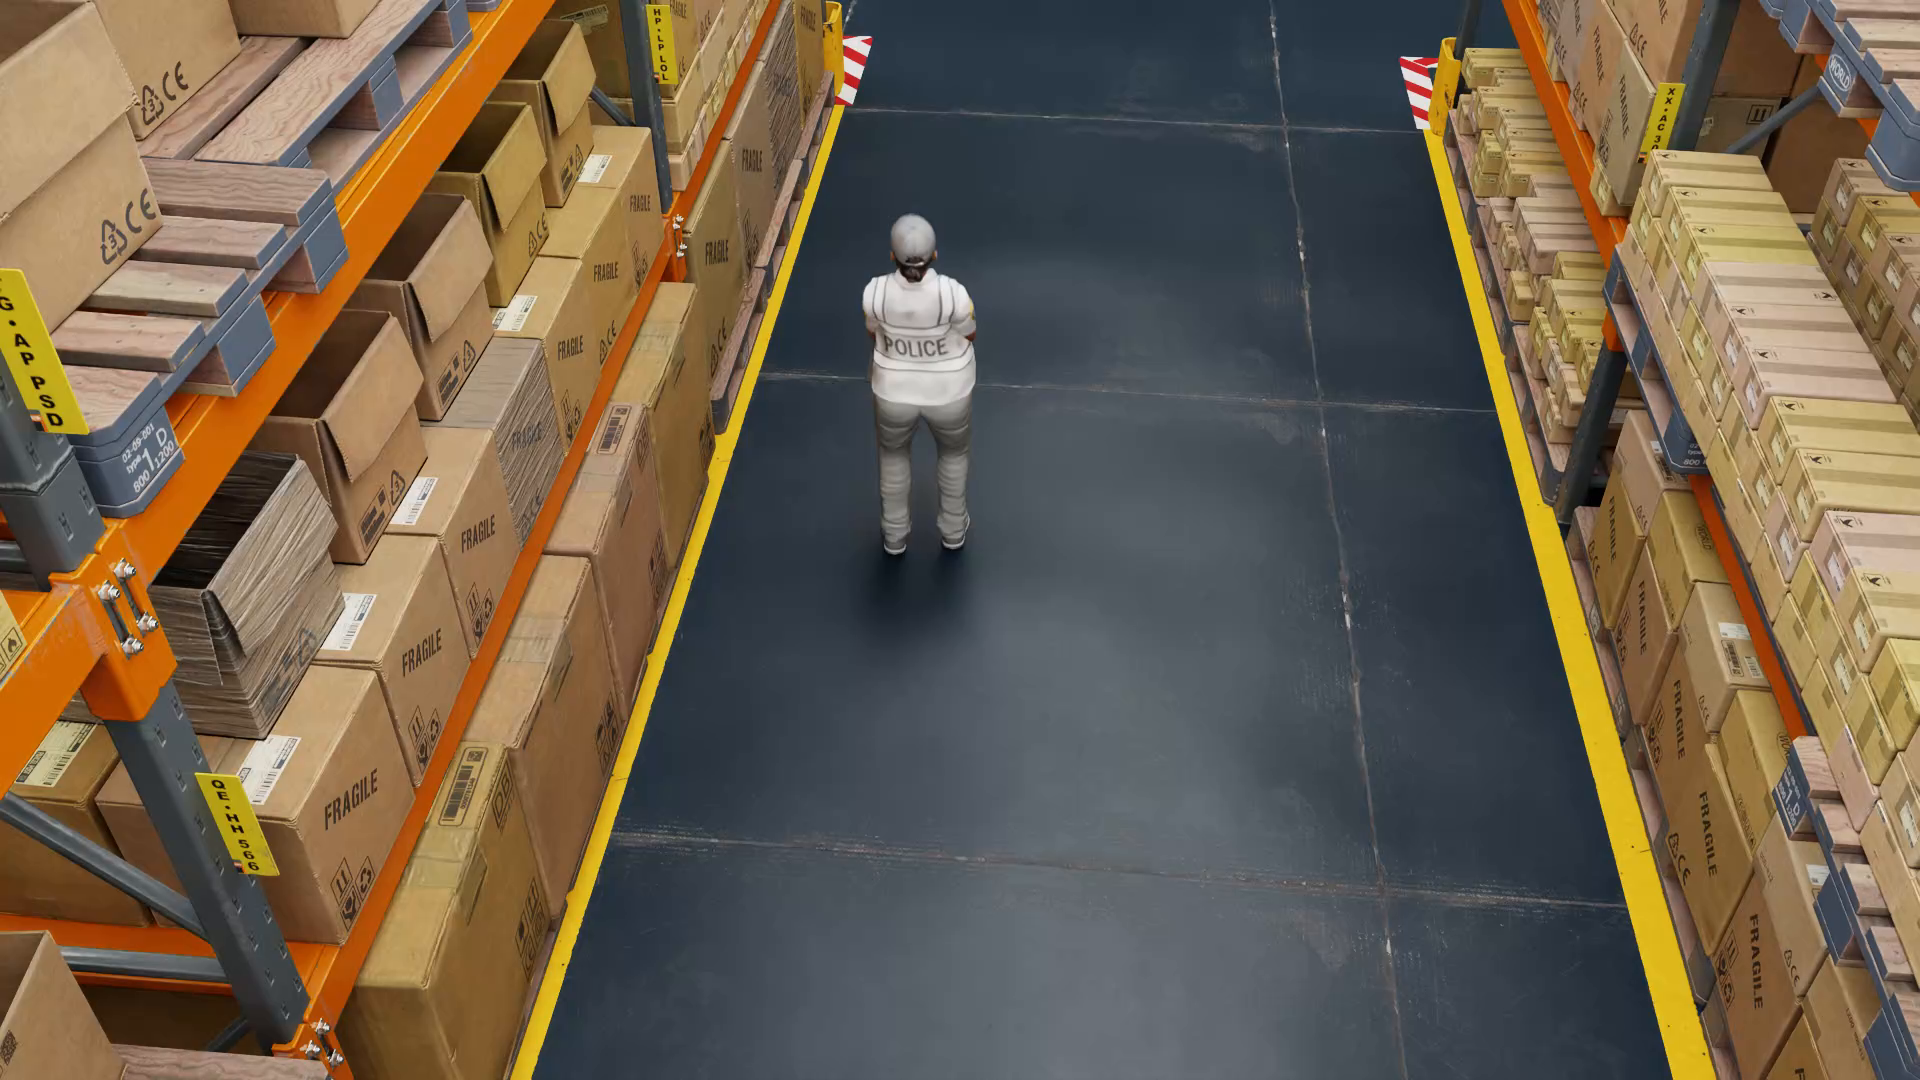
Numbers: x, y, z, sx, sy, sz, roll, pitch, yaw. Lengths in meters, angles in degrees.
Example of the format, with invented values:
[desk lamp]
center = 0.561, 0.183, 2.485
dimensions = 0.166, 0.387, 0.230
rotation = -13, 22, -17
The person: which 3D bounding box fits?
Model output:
[person]
center = -0.156, -0.673, 6.956
dimensions = 0.453, 1.654, 0.518
rotation = 2, 40, 3
